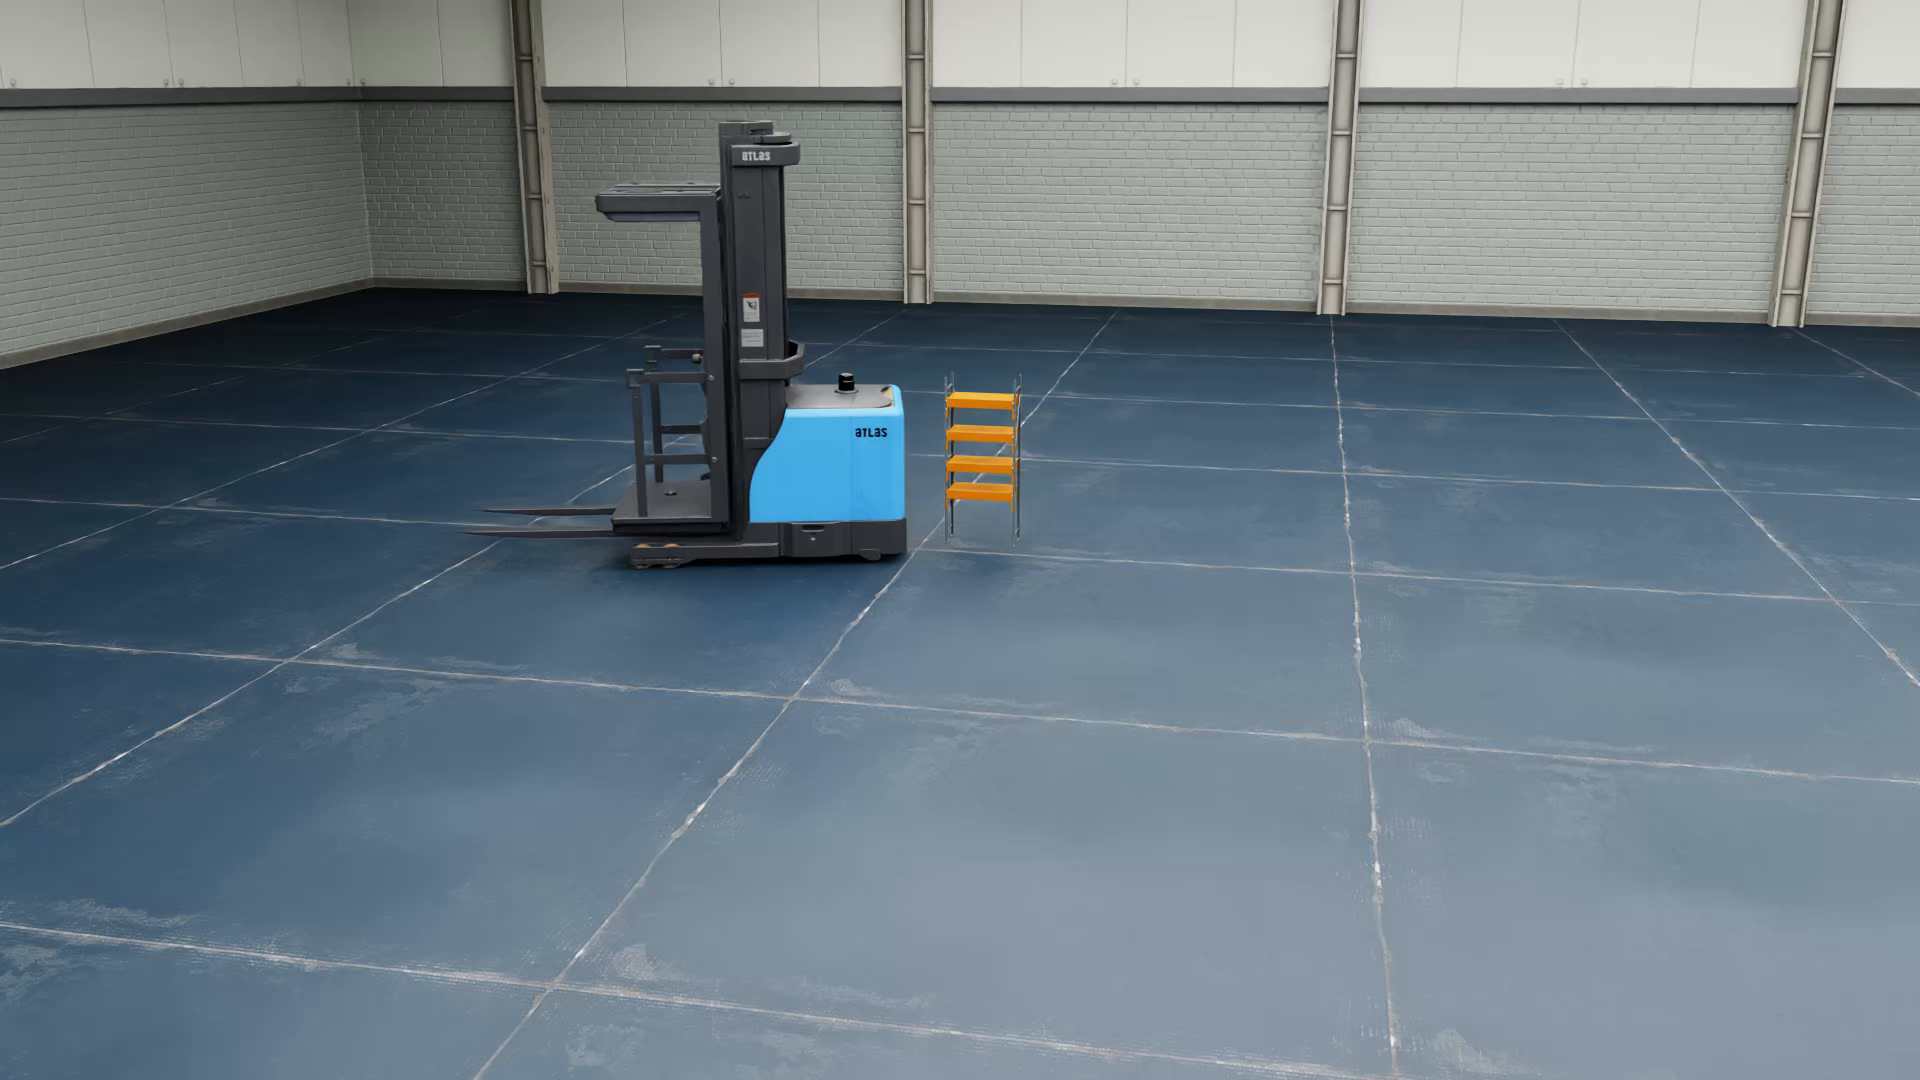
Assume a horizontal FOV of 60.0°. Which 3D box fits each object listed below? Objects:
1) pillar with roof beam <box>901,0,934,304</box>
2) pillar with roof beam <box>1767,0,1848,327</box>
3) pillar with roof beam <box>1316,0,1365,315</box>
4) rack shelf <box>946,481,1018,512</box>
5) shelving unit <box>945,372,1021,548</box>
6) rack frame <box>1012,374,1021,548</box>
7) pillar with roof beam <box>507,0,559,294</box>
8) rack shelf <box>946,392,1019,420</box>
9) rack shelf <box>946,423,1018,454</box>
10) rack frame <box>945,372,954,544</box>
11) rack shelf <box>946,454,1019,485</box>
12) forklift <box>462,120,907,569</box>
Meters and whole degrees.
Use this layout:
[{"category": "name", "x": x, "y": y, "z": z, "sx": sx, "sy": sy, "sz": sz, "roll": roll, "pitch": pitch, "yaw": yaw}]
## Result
[{"category": "pillar with roof beam", "x": -1.470, "y": -6.752, "z": 19.511, "sx": 0.400, "sy": 9.000, "sz": 9.100, "roll": 3, "pitch": 16, "yaw": 11}, {"category": "pillar with roof beam", "x": 10.289, "y": -6.114, "z": 17.206, "sx": 0.400, "sy": 9.000, "sz": 9.100, "roll": 3, "pitch": 16, "yaw": 11}, {"category": "pillar with roof beam", "x": 4.410, "y": -6.433, "z": 18.359, "sx": 0.400, "sy": 9.000, "sz": 9.100, "roll": 3, "pitch": 16, "yaw": 11}, {"category": "rack shelf", "x": 0.162, "y": -0.313, "z": 11.871, "sx": 0.480, "sy": 0.148, "sz": 0.258, "roll": 3, "pitch": 16, "yaw": 11}, {"category": "shelving unit", "x": 0.162, "y": -0.569, "z": 11.800, "sx": 0.503, "sy": 1.200, "sz": 0.258, "roll": 3, "pitch": 16, "yaw": 11}, {"category": "rack frame", "x": 0.401, "y": -0.556, "z": 11.753, "sx": 0.015, "sy": 1.200, "sz": 0.240, "roll": 3, "pitch": 16, "yaw": 11}, {"category": "pillar with roof beam", "x": -7.350, "y": -7.071, "z": 20.663, "sx": 0.400, "sy": 9.000, "sz": 9.100, "roll": 3, "pitch": 16, "yaw": 11}, {"category": "rack shelf", "x": 0.162, "y": -0.948, "z": 11.695, "sx": 0.480, "sy": 0.148, "sz": 0.258, "roll": 3, "pitch": 16, "yaw": 11}, {"category": "rack shelf", "x": 0.162, "y": -0.720, "z": 11.758, "sx": 0.480, "sy": 0.148, "sz": 0.258, "roll": 3, "pitch": 16, "yaw": 11}, {"category": "rack frame", "x": -0.077, "y": -0.582, "z": 11.847, "sx": 0.015, "sy": 1.200, "sz": 0.240, "roll": 3, "pitch": 16, "yaw": 11}, {"category": "rack shelf", "x": 0.162, "y": -0.505, "z": 11.818, "sx": 0.480, "sy": 0.148, "sz": 0.258, "roll": 3, "pitch": 16, "yaw": 11}, {"category": "forklift", "x": -1.905, "y": -1.363, "z": 11.422, "sx": 3.031, "sy": 2.935, "sz": 1.130, "roll": -1, "pitch": 16, "yaw": -3}]
